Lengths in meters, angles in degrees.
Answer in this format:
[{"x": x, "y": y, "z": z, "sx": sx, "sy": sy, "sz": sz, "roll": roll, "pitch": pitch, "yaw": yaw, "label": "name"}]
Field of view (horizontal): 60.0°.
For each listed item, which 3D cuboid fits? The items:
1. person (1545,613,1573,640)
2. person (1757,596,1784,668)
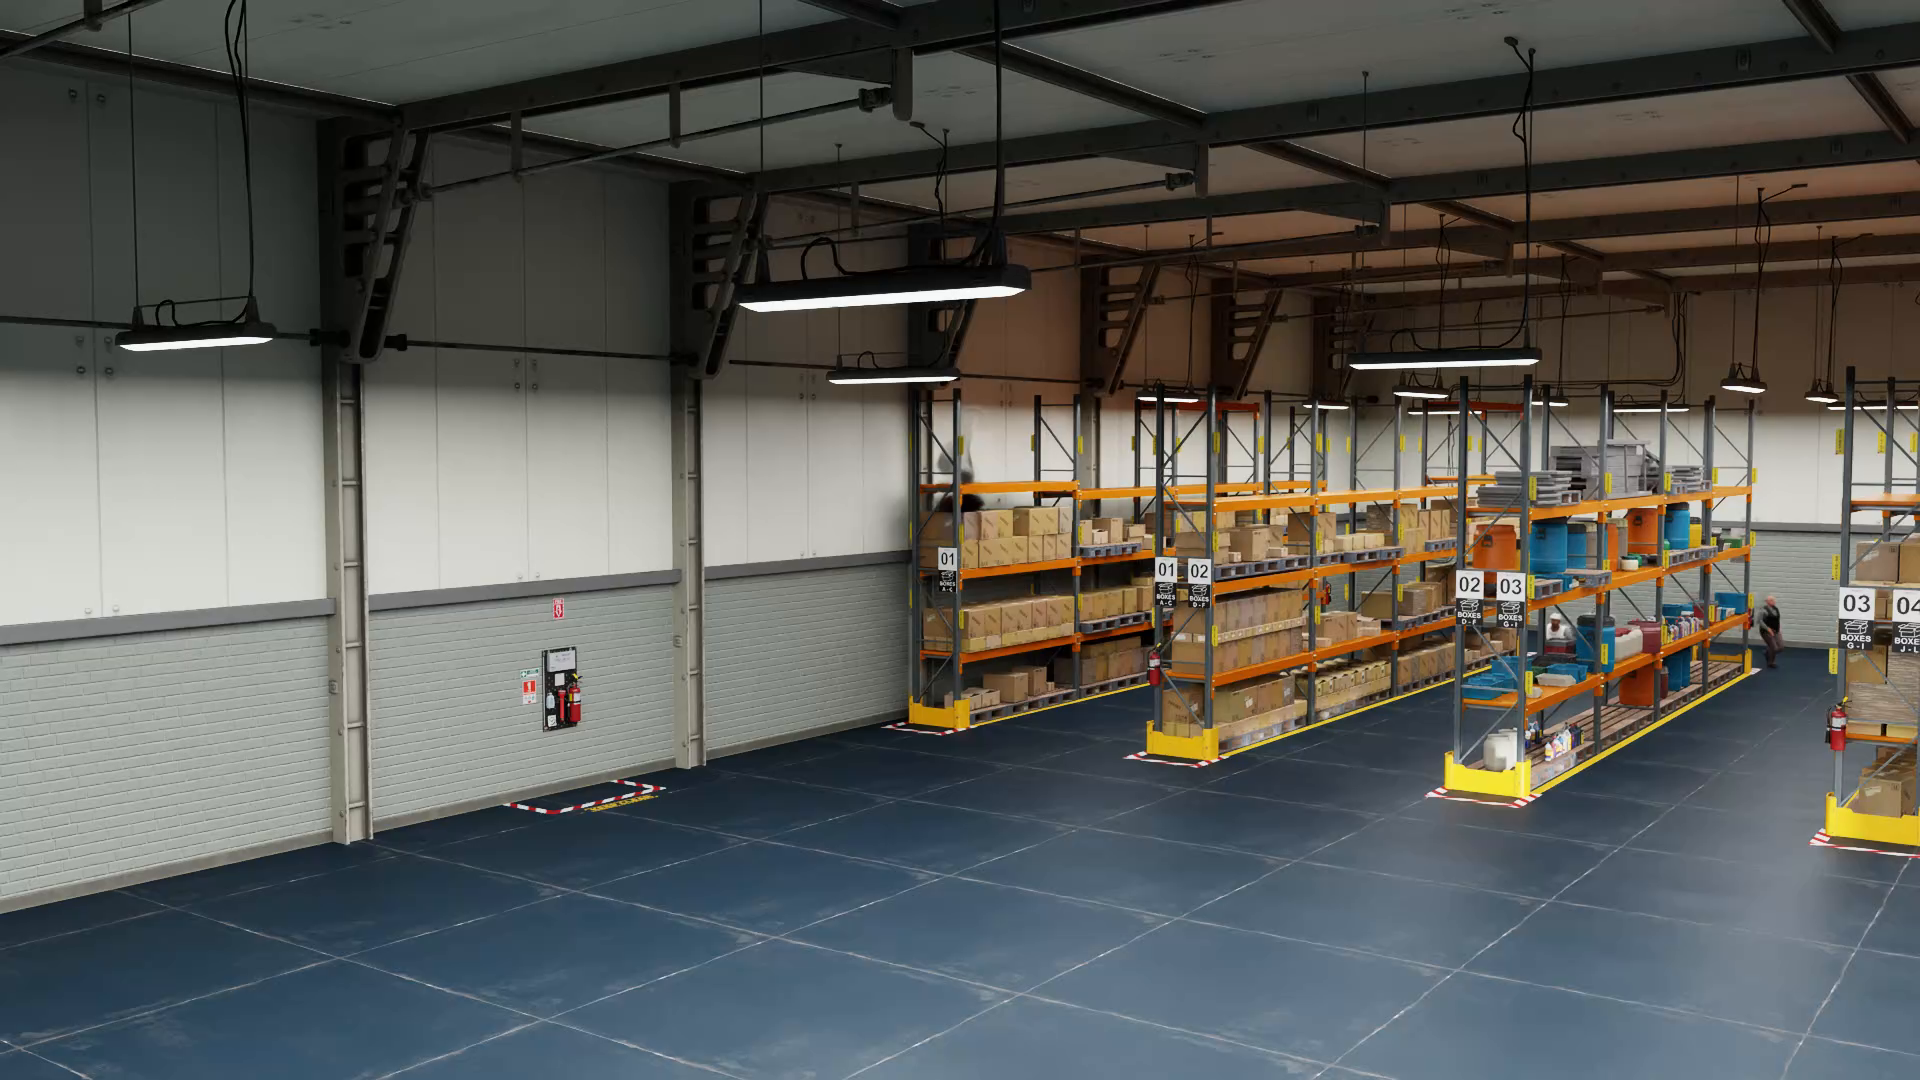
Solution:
[{"x": 11.688, "y": 2.271, "z": 32.613, "sx": 0.647, "sy": 1.711, "sz": 0.684, "roll": 2, "pitch": 4, "yaw": 36, "label": "person"}, {"x": 18.108, "y": 2.057, "z": 37.267, "sx": 0.664, "sy": 1.646, "sz": 0.538, "roll": -1, "pitch": 4, "yaw": -22, "label": "person"}]
